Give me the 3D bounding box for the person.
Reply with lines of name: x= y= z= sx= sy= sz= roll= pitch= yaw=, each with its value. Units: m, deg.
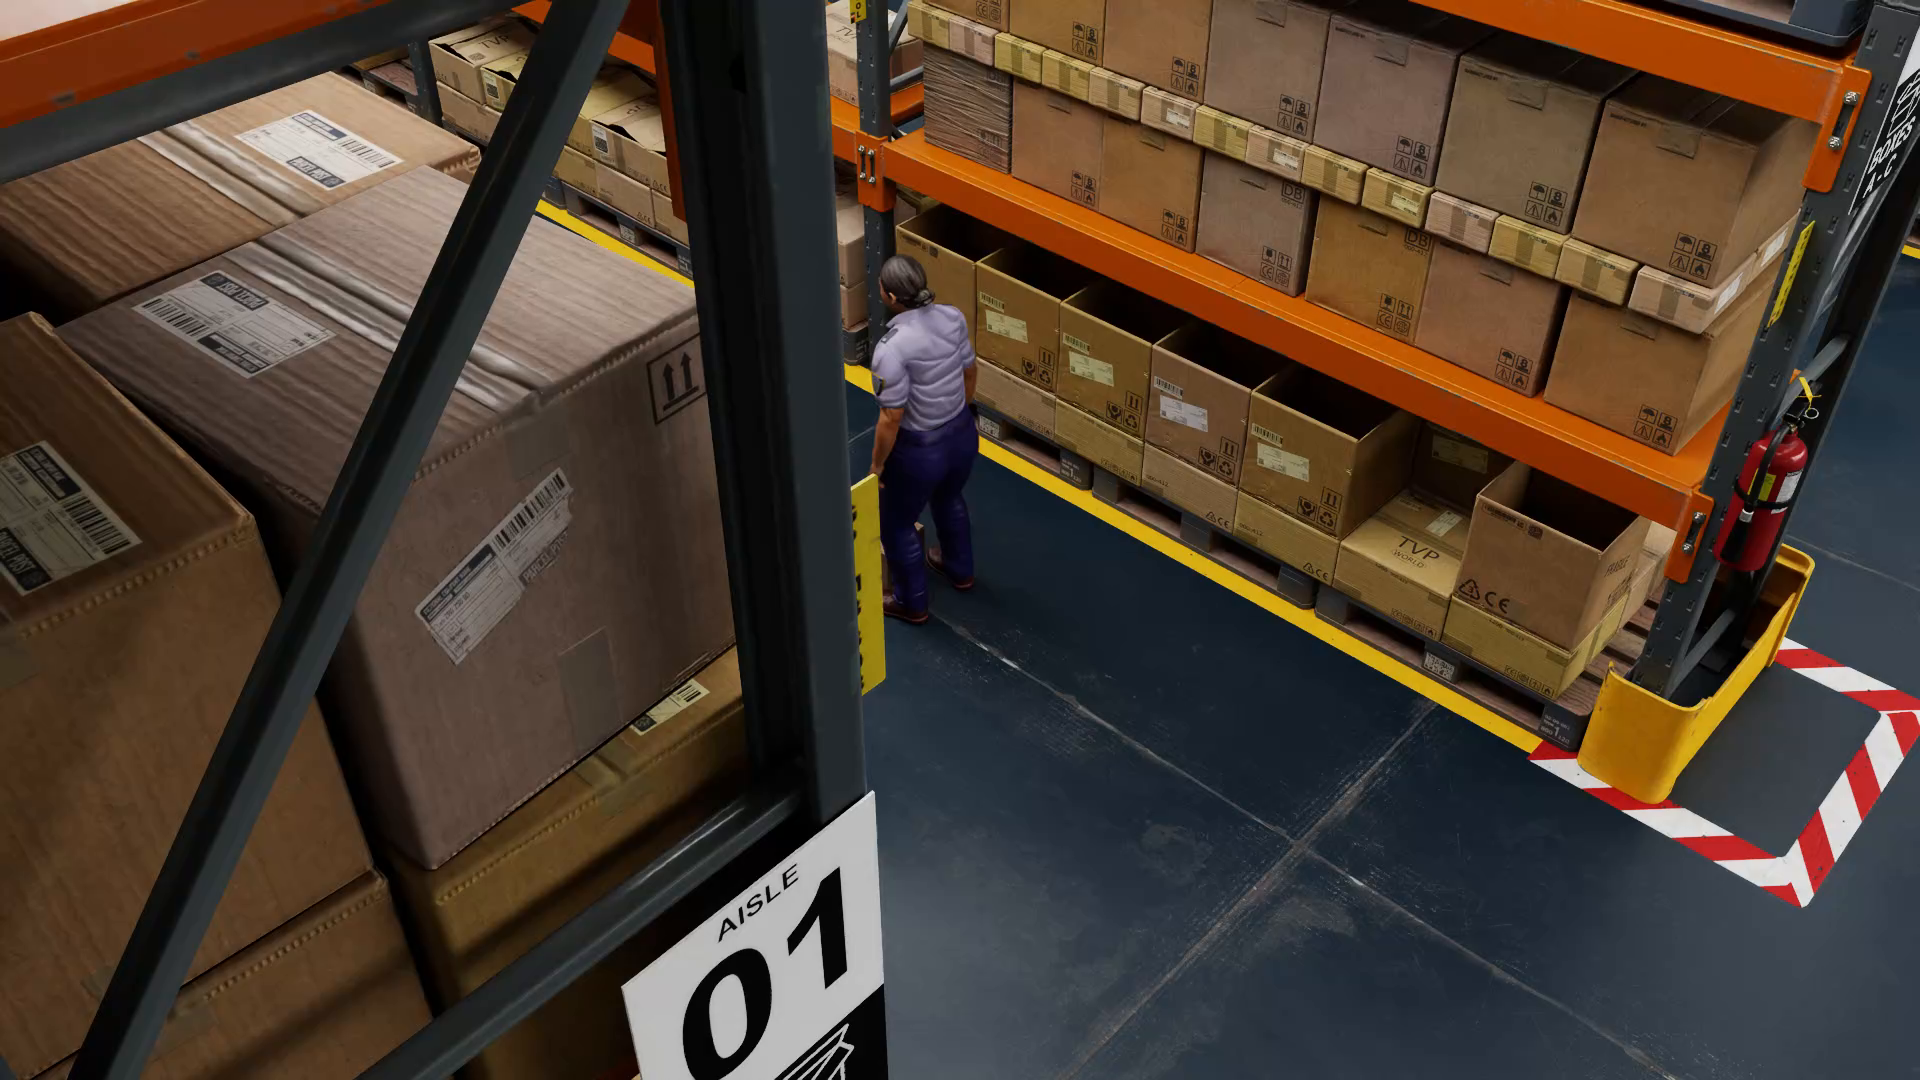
person: x=-0.145 y=-0.391 z=6.635 sx=0.374 sy=1.651 sz=0.537 roll=31 pitch=49 yaw=32
